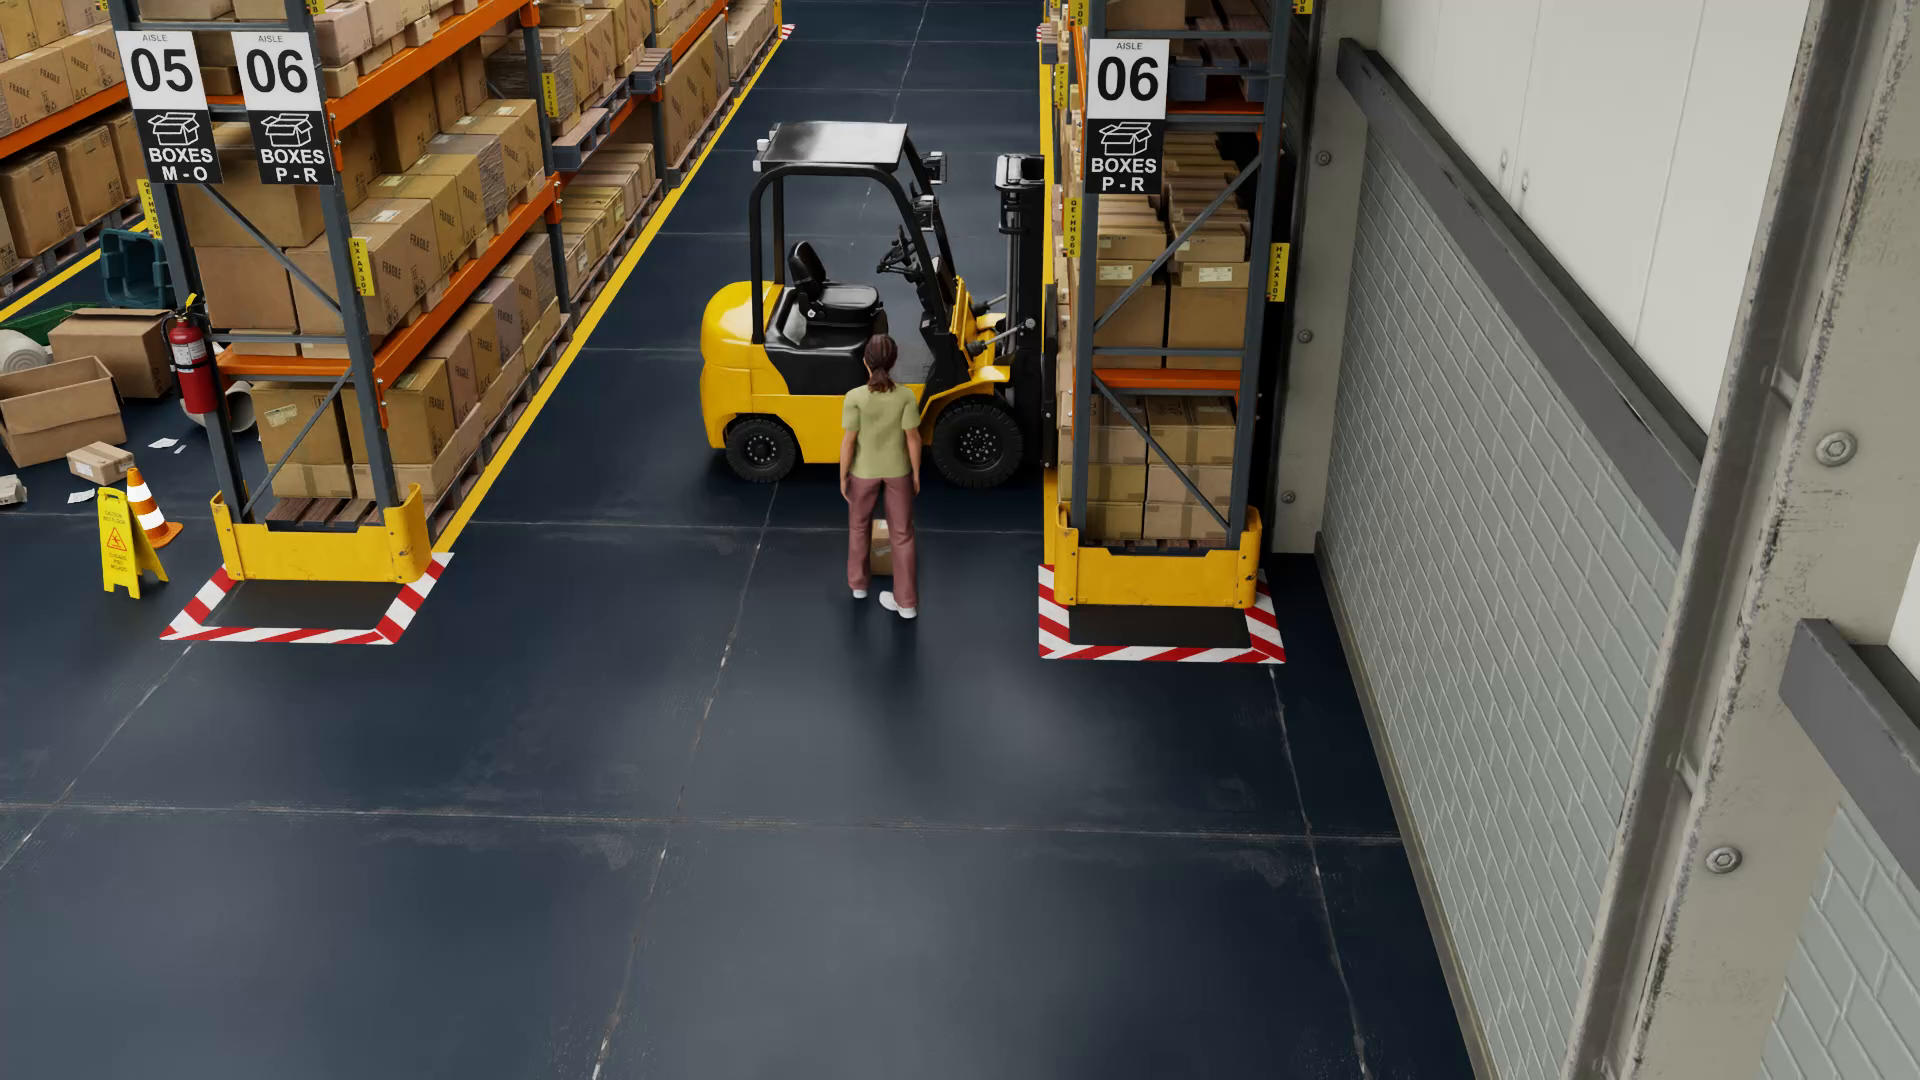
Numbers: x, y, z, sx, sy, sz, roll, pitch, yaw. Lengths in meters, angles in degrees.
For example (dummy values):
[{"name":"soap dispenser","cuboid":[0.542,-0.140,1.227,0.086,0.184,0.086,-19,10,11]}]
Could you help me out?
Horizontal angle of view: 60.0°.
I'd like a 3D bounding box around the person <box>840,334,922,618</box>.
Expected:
[{"name":"person","cuboid":[-0.458,-0.397,9.363,0.455,1.673,0.595,-4,28,-8]}]
